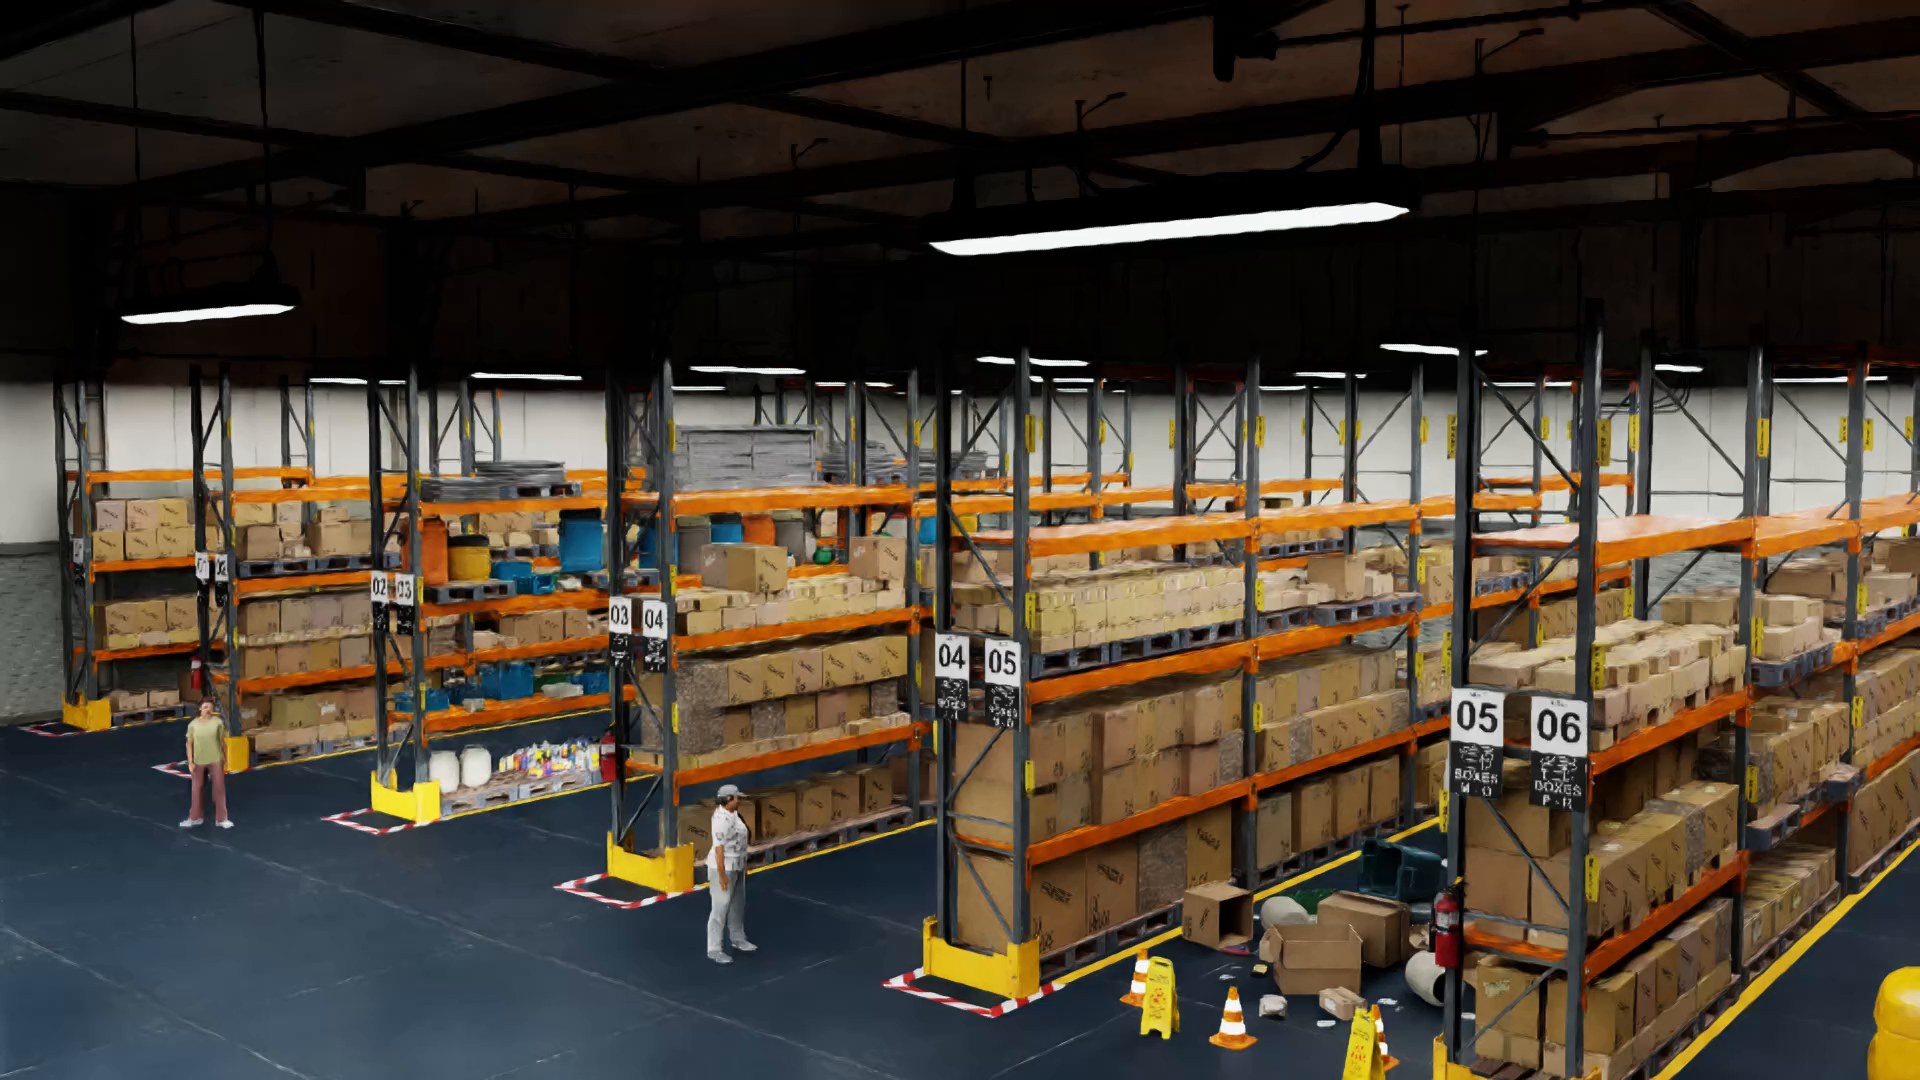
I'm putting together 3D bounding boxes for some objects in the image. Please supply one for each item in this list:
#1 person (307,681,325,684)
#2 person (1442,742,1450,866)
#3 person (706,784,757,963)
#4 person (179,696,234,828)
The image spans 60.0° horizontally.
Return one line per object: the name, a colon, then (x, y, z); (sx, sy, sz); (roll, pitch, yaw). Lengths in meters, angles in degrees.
person: (-10.876, 2.284, 28.031); (0.702, 1.735, 0.549); (3, 5, 38)
person: (5.823, 2.873, 19.229); (0.636, 1.782, 0.550); (-1, 4, -19)
person: (-2.210, 3.171, 15.982); (0.449, 1.671, 0.533); (1, 4, 10)
person: (-9.554, 2.807, 21.042); (0.615, 1.672, 0.415); (-2, 5, -25)
